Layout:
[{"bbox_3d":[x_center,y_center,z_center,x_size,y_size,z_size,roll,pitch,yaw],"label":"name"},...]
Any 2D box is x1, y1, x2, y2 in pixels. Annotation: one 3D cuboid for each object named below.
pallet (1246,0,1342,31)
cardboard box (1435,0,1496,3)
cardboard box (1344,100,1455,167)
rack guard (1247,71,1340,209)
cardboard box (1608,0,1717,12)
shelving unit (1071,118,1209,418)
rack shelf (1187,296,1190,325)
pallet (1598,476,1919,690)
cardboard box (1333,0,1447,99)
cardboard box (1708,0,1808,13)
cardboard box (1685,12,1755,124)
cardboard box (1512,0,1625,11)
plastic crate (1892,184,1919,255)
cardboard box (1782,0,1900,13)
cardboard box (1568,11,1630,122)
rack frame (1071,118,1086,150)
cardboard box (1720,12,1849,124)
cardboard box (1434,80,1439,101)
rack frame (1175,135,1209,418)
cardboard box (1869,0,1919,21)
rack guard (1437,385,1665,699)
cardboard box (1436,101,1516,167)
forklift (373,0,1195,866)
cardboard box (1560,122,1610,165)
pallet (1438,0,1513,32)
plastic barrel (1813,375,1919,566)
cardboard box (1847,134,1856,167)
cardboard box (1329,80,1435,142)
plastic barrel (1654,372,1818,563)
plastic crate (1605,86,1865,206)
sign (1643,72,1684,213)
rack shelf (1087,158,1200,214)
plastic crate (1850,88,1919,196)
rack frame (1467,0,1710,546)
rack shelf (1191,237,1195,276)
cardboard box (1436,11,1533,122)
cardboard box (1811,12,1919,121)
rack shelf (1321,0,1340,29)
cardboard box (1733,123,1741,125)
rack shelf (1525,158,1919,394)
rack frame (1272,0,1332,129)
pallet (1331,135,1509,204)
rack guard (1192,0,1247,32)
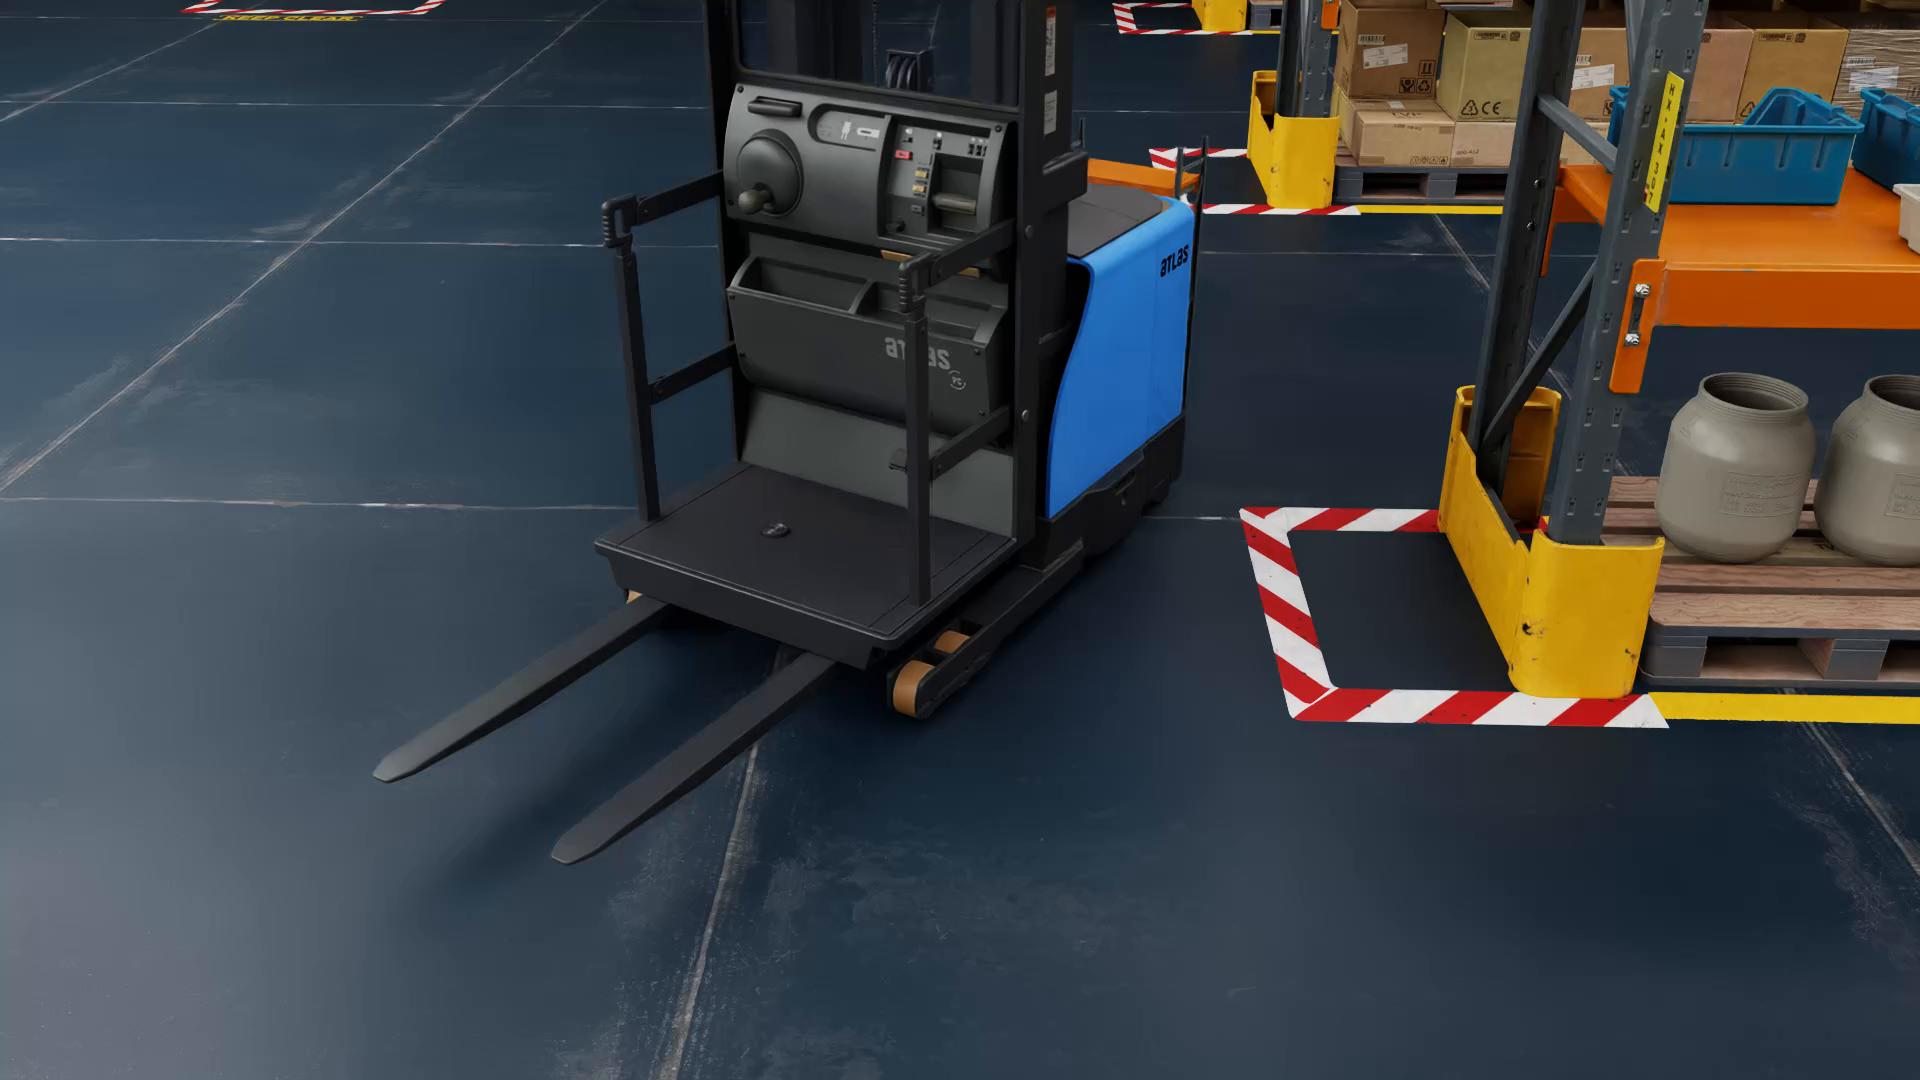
[{"bbox_3d":[2.993,-4.488,13.991,1.213,0.211,1.003,1,28,2],"label":"pallet"},{"bbox_3d":[4.095,-4.743,13.694,0.500,0.500,0.700,-1,28,-1],"label":"cardboard box"},{"bbox_3d":[2.463,-2.290,9.356,0.500,0.250,0.500,1,28,2],"label":"cardboard box"},{"bbox_3d":[1.911,-2.329,9.609,0.348,0.500,1.175,1,28,2],"label":"rack guard"},{"bbox_3d":[3.981,-2.847,9.604,0.500,0.500,0.500,1,28,2],"label":"cardboard box"},{"bbox_3d":[0.595,-0.911,6.177,0.503,1.200,0.258,16,30,27],"label":"shelving unit"},{"bbox_3d":[0.594,-0.850,6.207,0.480,0.148,0.258,16,30,27],"label":"rack shelf"},{"bbox_3d":[2.646,0.113,5.312,1.213,0.211,1.003,1,28,2],"label":"pallet"},{"bbox_3d":[2.481,-2.865,9.639,0.500,0.500,0.500,1,28,2],"label":"cardboard box"},{"bbox_3d":[4.481,-2.839,9.590,0.500,0.500,0.500,1,28,2],"label":"cardboard box"},{"bbox_3d":[3.962,-2.596,9.131,0.500,0.500,0.500,1,28,2],"label":"cardboard box"},{"bbox_3d":[3.481,-2.856,9.621,0.500,0.500,0.500,1,28,2],"label":"cardboard box"},{"bbox_3d":[2.639,-0.832,4.399,0.250,0.136,0.298,1,28,2],"label":"plastic crate"},{"bbox_3d":[4.980,-2.827,9.568,0.500,0.500,0.500,1,28,2],"label":"cardboard box"},{"bbox_3d":[3.463,-2.612,9.162,0.500,0.500,0.500,1,28,2],"label":"cardboard box"},{"bbox_3d":[0.385,-0.969,6.287,0.015,1.200,0.240,16,30,27],"label":"rack frame"},{"bbox_3d":[4.462,-2.594,9.128,0.500,0.500,0.500,1,28,2],"label":"cardboard box"},{"bbox_3d":[2.981,-2.530,9.808,0.500,0.250,0.500,1,28,2],"label":"cardboard box"},{"bbox_3d":[0.805,-0.852,6.067,0.015,1.200,0.240,16,30,27],"label":"rack frame"},{"bbox_3d":[5.480,-2.823,9.559,0.500,0.500,0.500,1,28,2],"label":"cardboard box"},{"bbox_3d":[1.834,-0.031,5.274,0.348,0.500,1.175,1,28,2],"label":"rack guard"},{"bbox_3d":[2.963,-2.284,9.343,0.500,0.250,0.500,1,28,2],"label":"cardboard box"},{"bbox_3d":[-0.394,-1.030,4.564,1.130,2.935,3.031,16,32,28],"label":"forklift"},{"bbox_3d":[3.463,-2.275,9.327,0.500,0.250,0.500,1,28,2],"label":"cardboard box"},{"bbox_3d":[4.209,-4.467,13.951,1.213,0.211,1.003,1,28,2],"label":"pallet"},{"bbox_3d":[2.918,-0.217,5.165,0.421,0.512,0.421,0,28,0],"label":"plastic barrel"},{"bbox_3d":[4.962,-2.256,9.290,0.500,0.250,0.500,1,28,2],"label":"cardboard box"},{"bbox_3d":[2.481,-2.533,9.813,0.500,0.250,0.500,1,28,2],"label":"cardboard box"},{"bbox_3d":[2.417,-0.226,5.181,0.421,0.512,0.421,0,28,0],"label":"plastic barrel"},{"bbox_3d":[2.267,-1.180,4.933,0.616,0.251,0.499,1,28,2],"label":"plastic crate"},{"bbox_3d":[1.733,-0.979,4.099,0.005,0.325,0.100,1,28,2],"label":"sign"},{"bbox_3d":[0.602,-1.263,6.003,0.480,0.148,0.258,16,30,27],"label":"rack shelf"},{"bbox_3d":[2.916,-1.167,4.908,0.408,0.251,0.499,1,28,2],"label":"plastic crate"},{"bbox_3d":[1.756,-1.114,4.649,0.127,3.000,1.000,1,28,2],"label":"rack frame"},{"bbox_3d":[0.598,-1.051,6.108,0.480,0.148,0.258,16,30,27],"label":"rack shelf"},{"bbox_3d":[2.963,-2.614,9.166,0.500,0.500,0.500,1,28,2],"label":"cardboard box"},{"bbox_3d":[4.962,-2.588,9.116,0.500,0.500,0.500,1,28,2],"label":"cardboard box"},{"bbox_3d":[3.934,-3.082,9.129,4.000,0.370,1.077,1,28,2],"label":"rack shelf"},{"bbox_3d":[4.462,-2.257,9.292,0.500,0.250,0.500,1,28,2],"label":"cardboard box"},{"bbox_3d":[3.755,-0.763,4.756,4.000,0.370,1.077,1,28,2],"label":"rack shelf"},{"bbox_3d":[1.935,-3.433,9.023,0.127,3.000,1.000,1,28,2],"label":"rack frame"},{"bbox_3d":[2.701,-2.208,9.689,1.213,0.211,1.003,1,28,2],"label":"pallet"},{"bbox_3d":[2.182,-4.646,13.980,0.348,0.500,1.175,1,28,2],"label":"rack guard"}]
